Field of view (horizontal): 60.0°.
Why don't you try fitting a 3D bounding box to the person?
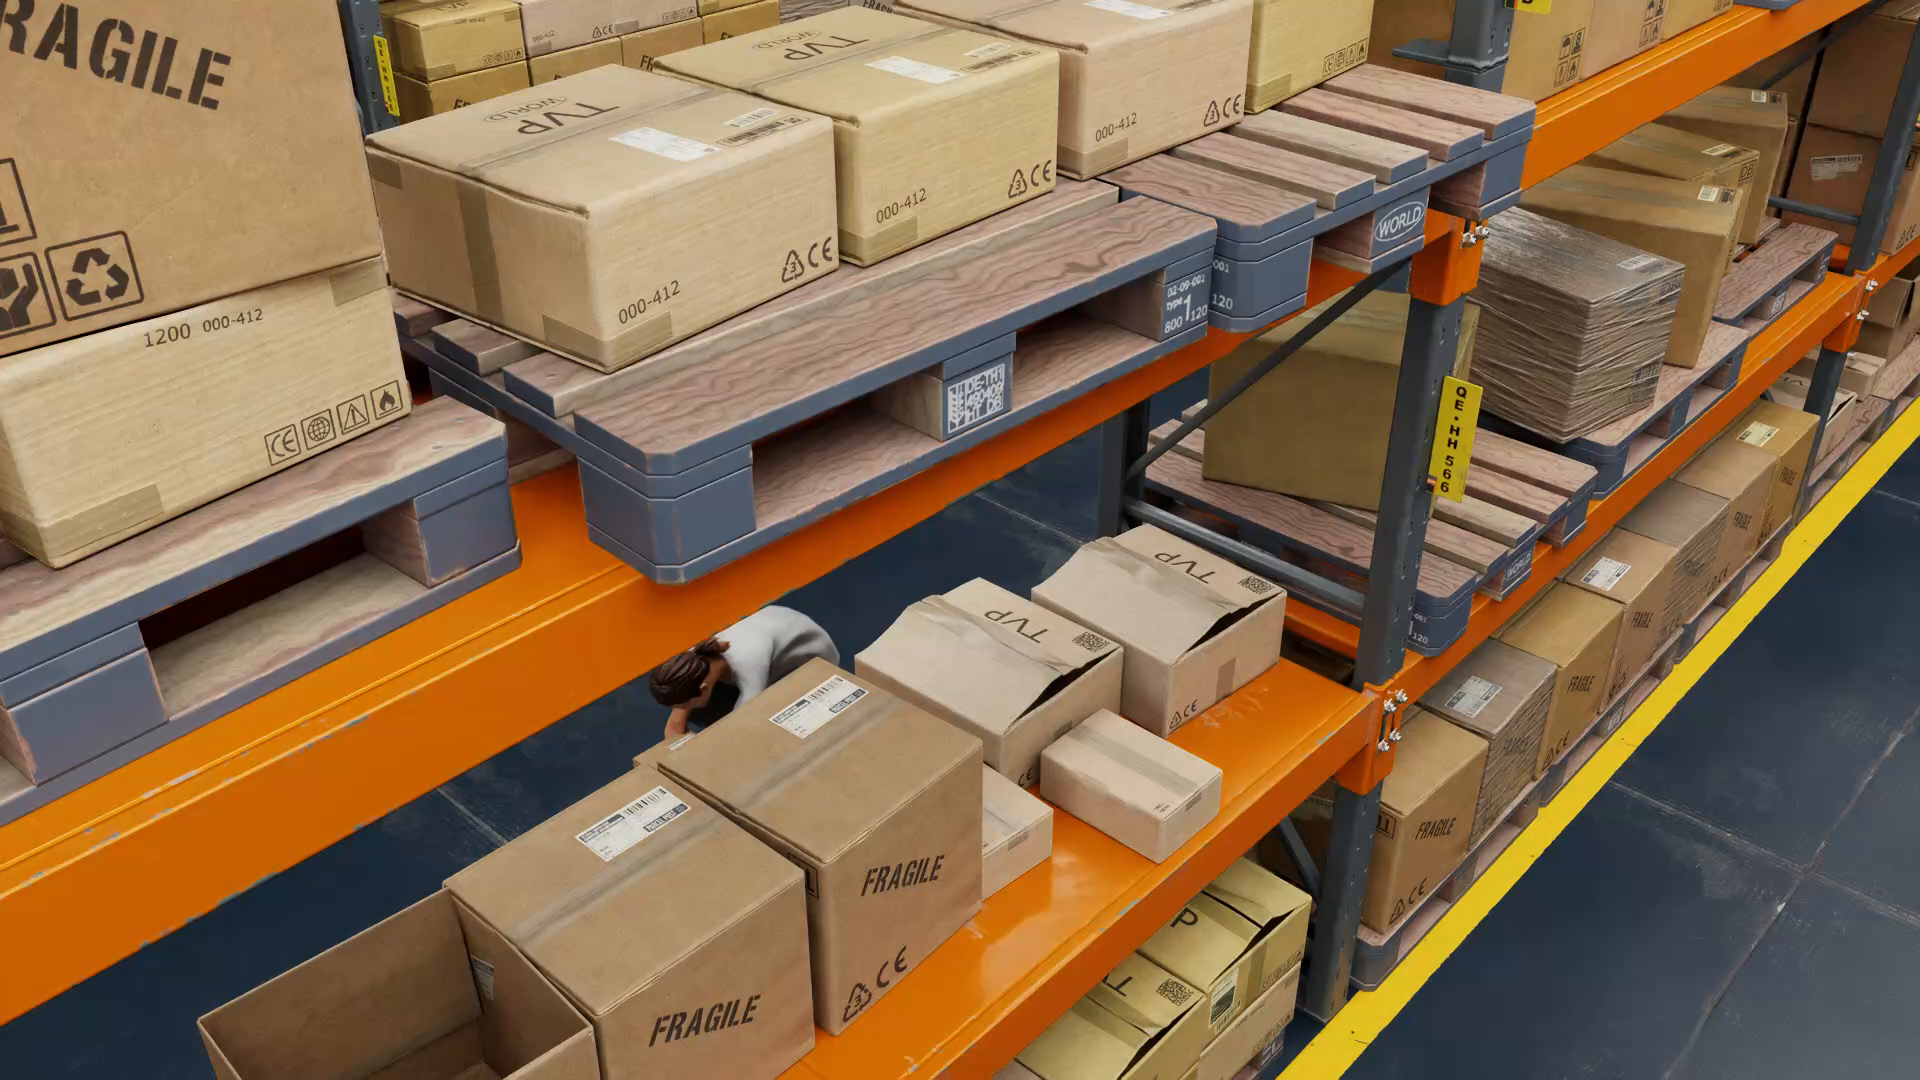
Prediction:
[{"bbox_3d":[-0.804,0.585,6.130,0.460,0.817,0.836,25,39,34],"label":"person"}]
